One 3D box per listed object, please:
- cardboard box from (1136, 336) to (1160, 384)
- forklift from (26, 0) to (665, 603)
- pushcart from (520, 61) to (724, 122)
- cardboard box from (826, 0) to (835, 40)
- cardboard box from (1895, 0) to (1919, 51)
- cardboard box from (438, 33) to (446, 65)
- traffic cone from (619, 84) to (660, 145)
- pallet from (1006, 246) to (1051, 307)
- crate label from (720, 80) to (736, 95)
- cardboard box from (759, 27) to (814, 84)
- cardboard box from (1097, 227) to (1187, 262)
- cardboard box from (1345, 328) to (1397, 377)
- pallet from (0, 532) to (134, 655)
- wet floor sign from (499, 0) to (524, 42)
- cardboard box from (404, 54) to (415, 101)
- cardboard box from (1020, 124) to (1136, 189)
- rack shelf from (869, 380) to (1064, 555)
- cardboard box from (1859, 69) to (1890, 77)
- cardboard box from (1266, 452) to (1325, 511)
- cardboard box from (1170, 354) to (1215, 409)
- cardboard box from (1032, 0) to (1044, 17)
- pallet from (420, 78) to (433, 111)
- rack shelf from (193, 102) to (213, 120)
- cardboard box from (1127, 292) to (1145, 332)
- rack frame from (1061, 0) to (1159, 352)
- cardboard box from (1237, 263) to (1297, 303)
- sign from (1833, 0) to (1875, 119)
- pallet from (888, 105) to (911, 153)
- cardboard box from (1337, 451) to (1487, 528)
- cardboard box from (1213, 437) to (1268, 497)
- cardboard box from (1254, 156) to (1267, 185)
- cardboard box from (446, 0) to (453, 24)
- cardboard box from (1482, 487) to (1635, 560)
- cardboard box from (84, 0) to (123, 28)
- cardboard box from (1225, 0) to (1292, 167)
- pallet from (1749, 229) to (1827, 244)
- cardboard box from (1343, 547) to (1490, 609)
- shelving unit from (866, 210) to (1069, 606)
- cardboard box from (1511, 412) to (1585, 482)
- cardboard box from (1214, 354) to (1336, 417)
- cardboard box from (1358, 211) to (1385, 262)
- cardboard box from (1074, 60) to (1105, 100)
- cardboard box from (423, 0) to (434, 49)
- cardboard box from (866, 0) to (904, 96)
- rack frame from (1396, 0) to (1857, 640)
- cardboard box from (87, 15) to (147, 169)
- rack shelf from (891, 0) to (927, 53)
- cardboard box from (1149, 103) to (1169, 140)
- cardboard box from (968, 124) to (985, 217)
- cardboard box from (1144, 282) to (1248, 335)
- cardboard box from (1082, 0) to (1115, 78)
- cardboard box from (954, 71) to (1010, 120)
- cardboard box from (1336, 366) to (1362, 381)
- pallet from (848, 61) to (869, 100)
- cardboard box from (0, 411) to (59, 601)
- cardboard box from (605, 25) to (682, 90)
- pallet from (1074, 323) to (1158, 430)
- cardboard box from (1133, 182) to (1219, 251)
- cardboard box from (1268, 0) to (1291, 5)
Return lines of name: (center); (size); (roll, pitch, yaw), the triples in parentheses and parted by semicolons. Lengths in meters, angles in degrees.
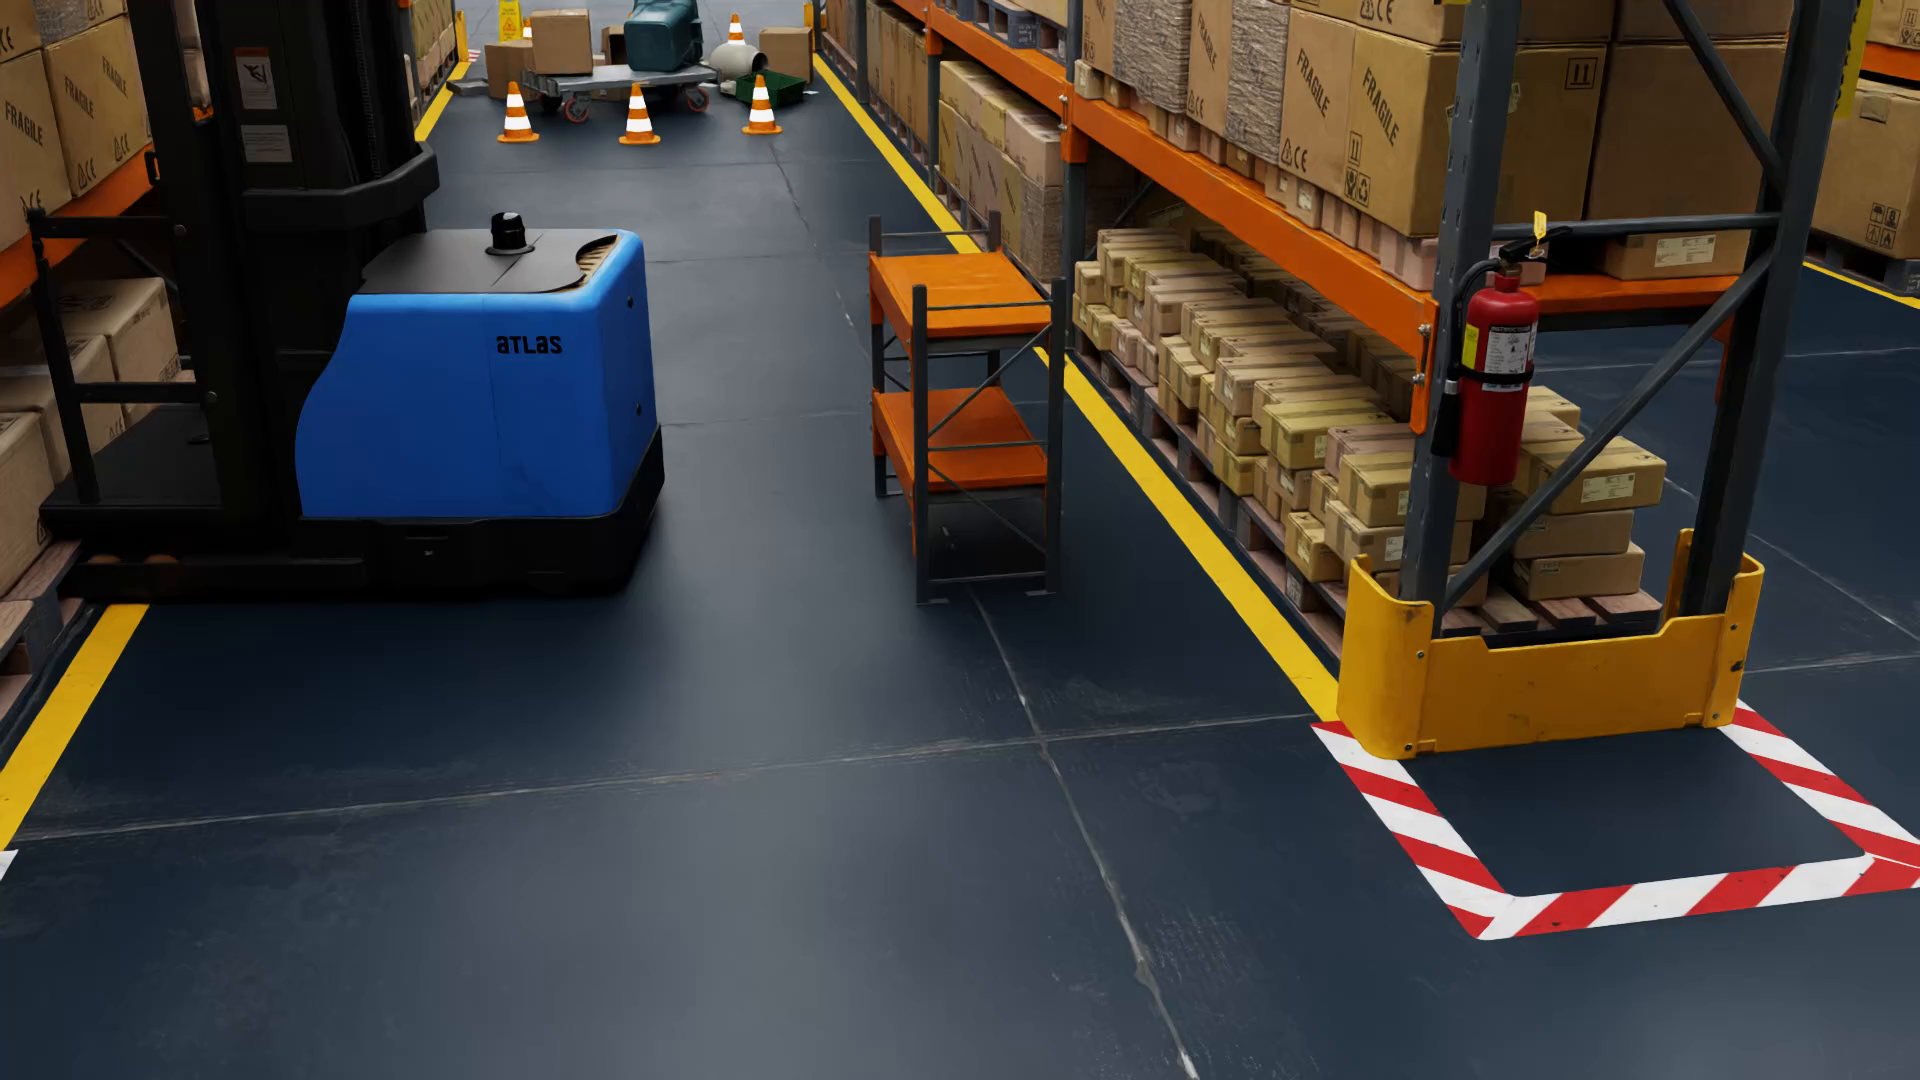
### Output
cardboard box: (1.006, -0.814, 7.403); (0.380, 0.149, 0.250); (-5, 24, -11)
forklift: (-2.685, -1.338, 5.652); (3.031, 2.935, 1.130); (0, 24, 0)
pushcart: (-3.082, -4.117, 15.204); (1.648, 0.377, 0.936); (-13, 27, -28)
cardboard box: (-1.017, -6.066, 18.522); (0.875, 0.875, 0.875); (-4, 24, -9)
cardboard box: (5.550, -2.926, 9.078); (0.500, 0.500, 0.500); (-4, 24, -10)
cardboard box: (-5.449, -4.928, 16.696); (0.500, 0.250, 0.500); (-5, 24, -12)
traffic cone: (-2.672, -3.543, 13.785); (0.336, 0.463, 0.334); (-4, 24, -10)
pallet: (0.866, -1.418, 9.232); (1.003, 0.211, 1.213); (-4, 24, -10)
crate label: (-2.166, -4.369, 16.082); (0.250, 0.136, 0.298); (18, 29, 36)
cardboard box: (-1.763, -4.926, 16.902); (0.500, 0.500, 0.500); (0, 24, -1)
cardboard box: (0.872, -1.397, 7.995); (0.380, 0.149, 0.250); (-3, 24, -8)
cardboard box: (1.726, -0.722, 6.450); (0.380, 0.149, 0.250); (-4, 24, -9)
pallet: (-3.542, 0.080, 5.802); (1.003, 0.211, 1.213); (-4, 24, -10)
wet floor sign: (-5.037, -5.778, 18.674); (0.267, 0.644, 0.232); (4, 24, 9)
cardboard box: (-5.214, -3.912, 14.218); (0.950, 0.372, 0.625); (-4, 24, -9)
cardboard box: (0.626, -2.054, 8.867); (0.500, 0.250, 0.500); (-5, 24, -11)
rack shelf: (0.001, -0.289, 6.117); (0.538, 0.278, 1.000); (-4, 24, -10)
cardboard box: (5.601, -2.537, 10.442); (1.225, 0.875, 0.875); (-5, 24, -12)
cardboard box: (1.276, -0.229, 5.692); (0.380, 0.149, 0.250); (-5, 24, -12)
cardboard box: (1.060, -0.640, 6.634); (0.380, 0.149, 0.250); (-4, 24, -9)
cardboard box: (0.605, -2.907, 8.948); (0.380, 0.149, 0.250); (-6, 24, -12)
pallet: (-5.472, -4.114, 15.405); (1.003, 0.211, 1.213); (-4, 24, -10)
rack shelf: (-4.204, -2.440, 8.989); (1.077, 0.370, 4.000); (-4, 24, -10)
cardboard box: (0.980, -1.059, 7.594); (0.380, 0.149, 0.250); (-4, 24, -10)
rack frame: (1.012, -2.389, 7.973); (1.000, 3.000, 0.127); (-4, 24, -10)
cardboard box: (1.444, -1.125, 7.371); (0.380, 0.149, 0.250); (-4, 24, -8)
sign: (2.285, -1.253, 4.290); (0.100, 0.325, 0.005); (-4, 24, -10)
pallet: (-0.022, -3.479, 13.953); (1.003, 0.211, 1.213); (-4, 24, -10)
cardboard box: (1.404, -0.164, 5.172); (0.380, 0.149, 0.250); (-4, 24, -9)
cardboard box: (1.171, -0.289, 6.202); (0.380, 0.149, 0.250); (-5, 24, -12)
cardboard box: (1.262, -1.321, 5.842); (0.380, 0.149, 0.250); (-5, 24, -12)
cardboard box: (-5.649, -5.684, 17.490); (0.500, 0.500, 0.500); (-4, 24, -9)
cardboard box: (1.907, -0.063, 5.313); (0.380, 0.149, 0.250); (-3, 24, -8)
cardboard box: (-3.390, -2.122, 5.987); (0.500, 0.500, 0.500); (-5, 24, -11)
cardboard box: (1.222, -1.558, 5.572); (0.500, 0.500, 0.500); (-4, 24, -10)
pallet: (5.459, -2.218, 11.064); (1.003, 0.211, 1.213); (-4, 24, -10)
cardboard box: (1.449, 0.106, 5.296); (0.380, 0.149, 0.250); (-4, 24, -9)
shelving unit: (0.001, -0.513, 6.019); (0.538, 1.125, 1.048); (-4, 24, -10)
cardboard box: (1.819, -0.305, 5.496); (0.380, 0.149, 0.250); (-4, 24, -9)
cardboard box: (1.152, -0.568, 6.096); (0.380, 0.149, 0.250); (-3, 24, -8)
cardboard box: (1.404, -0.909, 4.897); (0.380, 0.149, 0.250); (-4, 24, -10)
cardboard box: (0.743, -2.139, 7.713); (0.380, 0.149, 0.250); (-3, 24, -8)
cardboard box: (-5.268, -4.868, 15.622); (0.500, 0.500, 0.500); (-3, 24, -8)
cardboard box: (-0.264, -4.460, 15.001); (1.050, 0.750, 0.750); (-4, 24, -10)
rack frame: (1.751, -0.816, 4.371); (1.000, 3.000, 0.127); (-4, 24, -10)
cardboard box: (-3.397, -1.664, 6.187); (0.500, 0.500, 0.500); (-5, 24, -11)
rack shelf: (-0.098, -4.420, 13.521); (1.077, 0.370, 4.000); (-4, 24, -10)
cardboard box: (0.991, -1.730, 6.778); (0.380, 0.149, 0.250); (-4, 24, -9)
cardboard box: (0.348, -2.314, 10.398); (0.500, 0.500, 0.500); (-5, 24, -11)
cardboard box: (0.997, -0.982, 7.044); (0.380, 0.149, 0.250); (-4, 24, -9)
cardboard box: (0.856, -2.358, 7.405); (0.500, 0.500, 0.500); (-5, 24, -11)
cardboard box: (0.256, -2.865, 10.723); (0.500, 0.250, 0.500); (-5, 24, -10)
cardboard box: (1.605, -0.575, 6.484); (0.380, 0.149, 0.250); (-3, 24, -7)
pallet: (-0.531, -4.563, 16.434); (1.003, 0.211, 1.213); (-4, 24, -10)
cardboard box: (-3.492, -0.040, 5.270); (0.875, 0.438, 0.875); (-4, 24, -8)
cardboard box: (-3.059, -4.751, 16.329); (0.797, 0.637, 0.503); (-4, 24, -10)
pallet: (1.171, -0.850, 7.932); (1.003, 0.211, 1.213); (-4, 24, -10)
cardboard box: (1.136, -1.747, 9.100); (0.500, 0.500, 0.500); (-3, 24, -8)
cardboard box: (1.224, -2.021, 5.384); (0.500, 0.500, 0.500); (-3, 24, -7)
